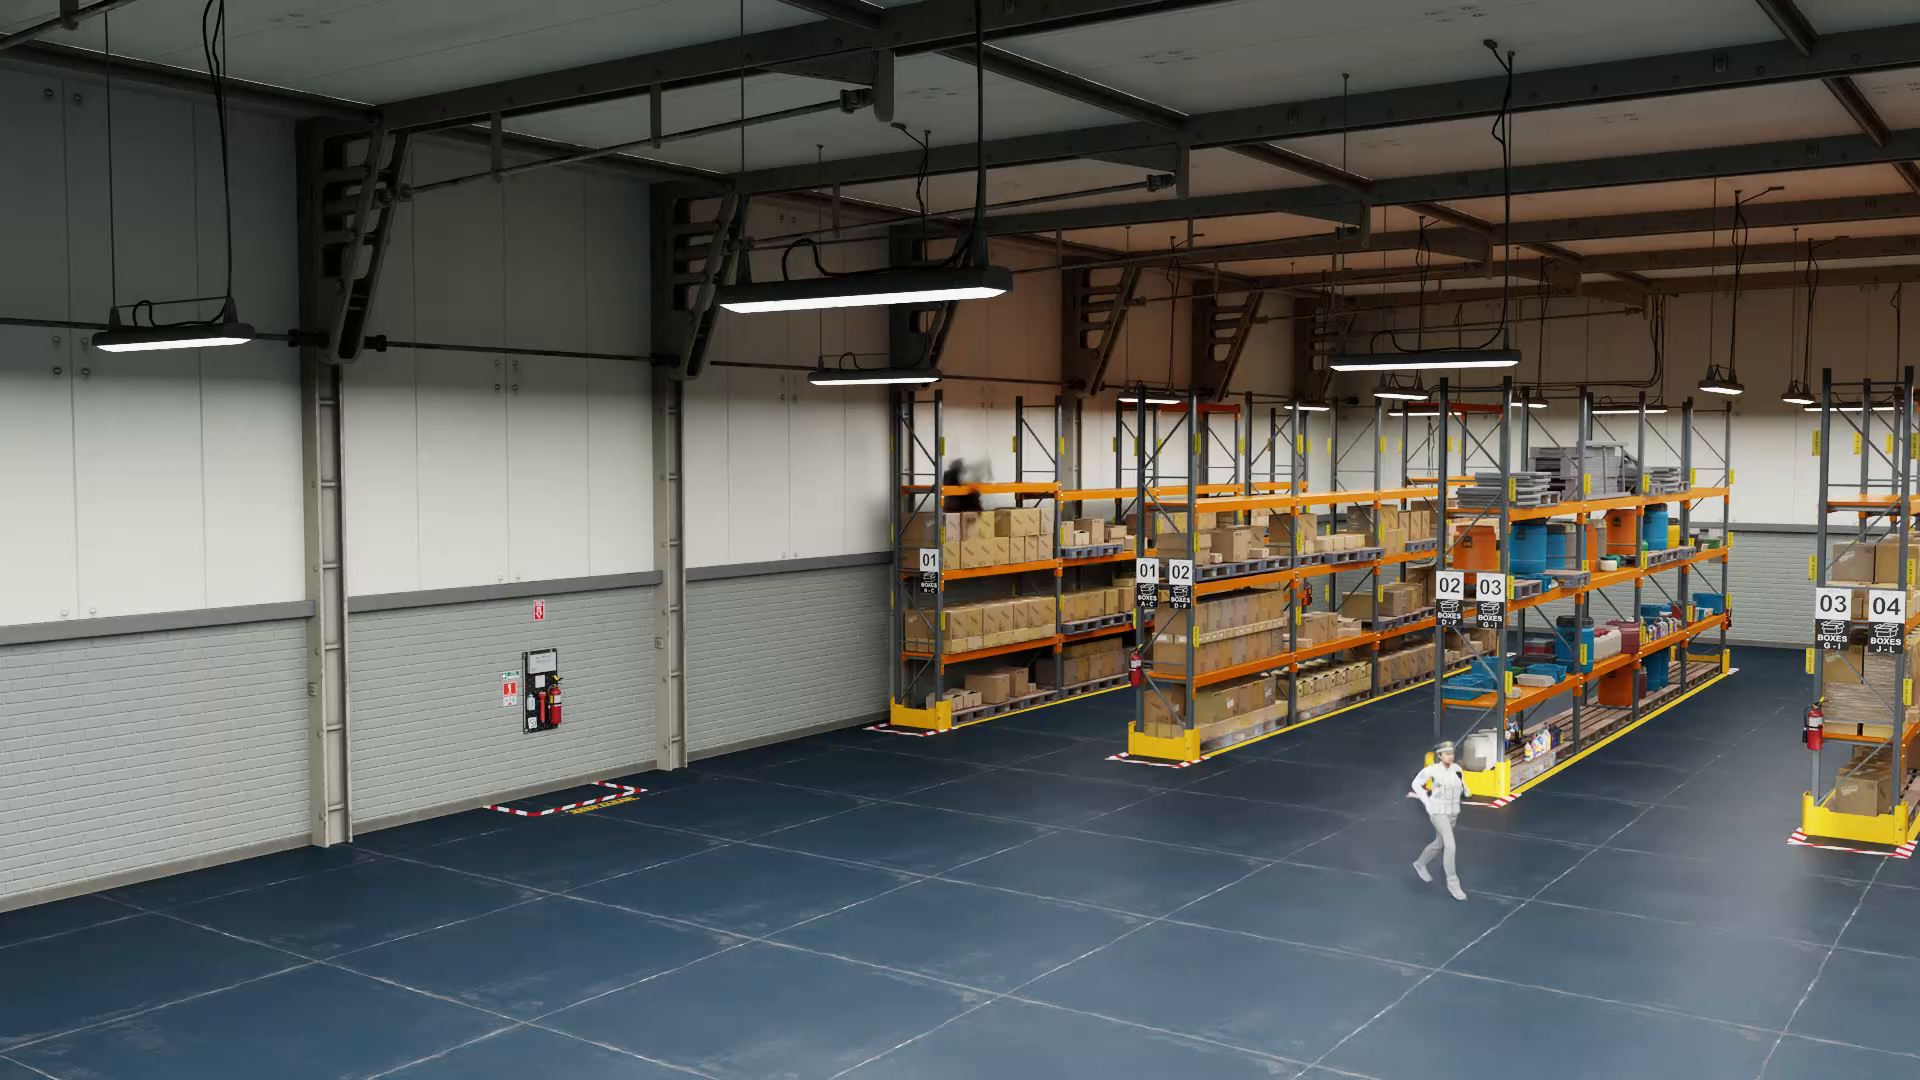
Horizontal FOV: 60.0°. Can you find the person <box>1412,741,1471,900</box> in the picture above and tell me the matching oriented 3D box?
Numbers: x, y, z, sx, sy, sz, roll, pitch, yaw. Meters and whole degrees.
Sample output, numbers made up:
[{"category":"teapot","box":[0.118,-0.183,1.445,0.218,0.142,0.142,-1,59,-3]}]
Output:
[{"category":"person","box":[5.456,3.104,18.734,0.592,1.728,0.834,-2,4,-28]}]
